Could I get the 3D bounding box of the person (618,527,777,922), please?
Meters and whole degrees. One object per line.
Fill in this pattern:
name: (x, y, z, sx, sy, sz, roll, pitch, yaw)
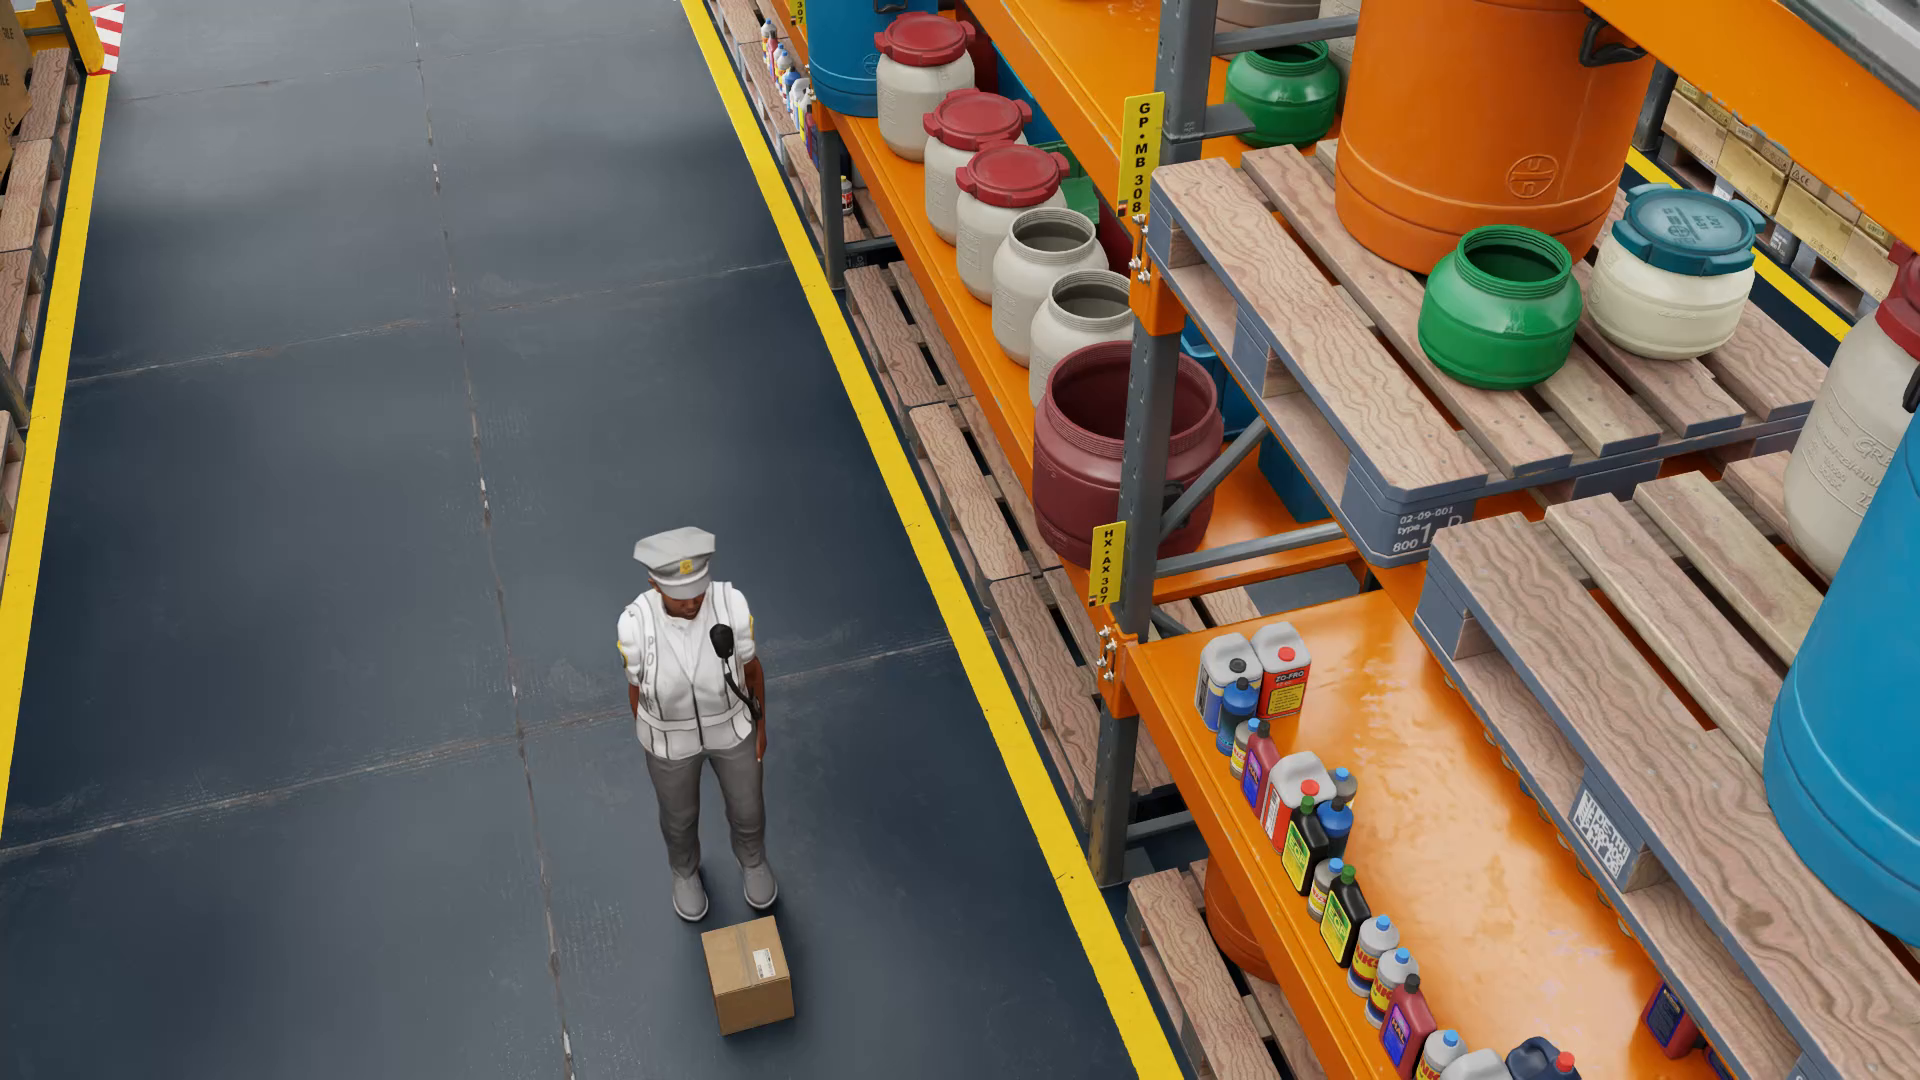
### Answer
person: (-0.841, 0.630, 5.467, 0.437, 1.672, 0.340, -11, 44, -12)
